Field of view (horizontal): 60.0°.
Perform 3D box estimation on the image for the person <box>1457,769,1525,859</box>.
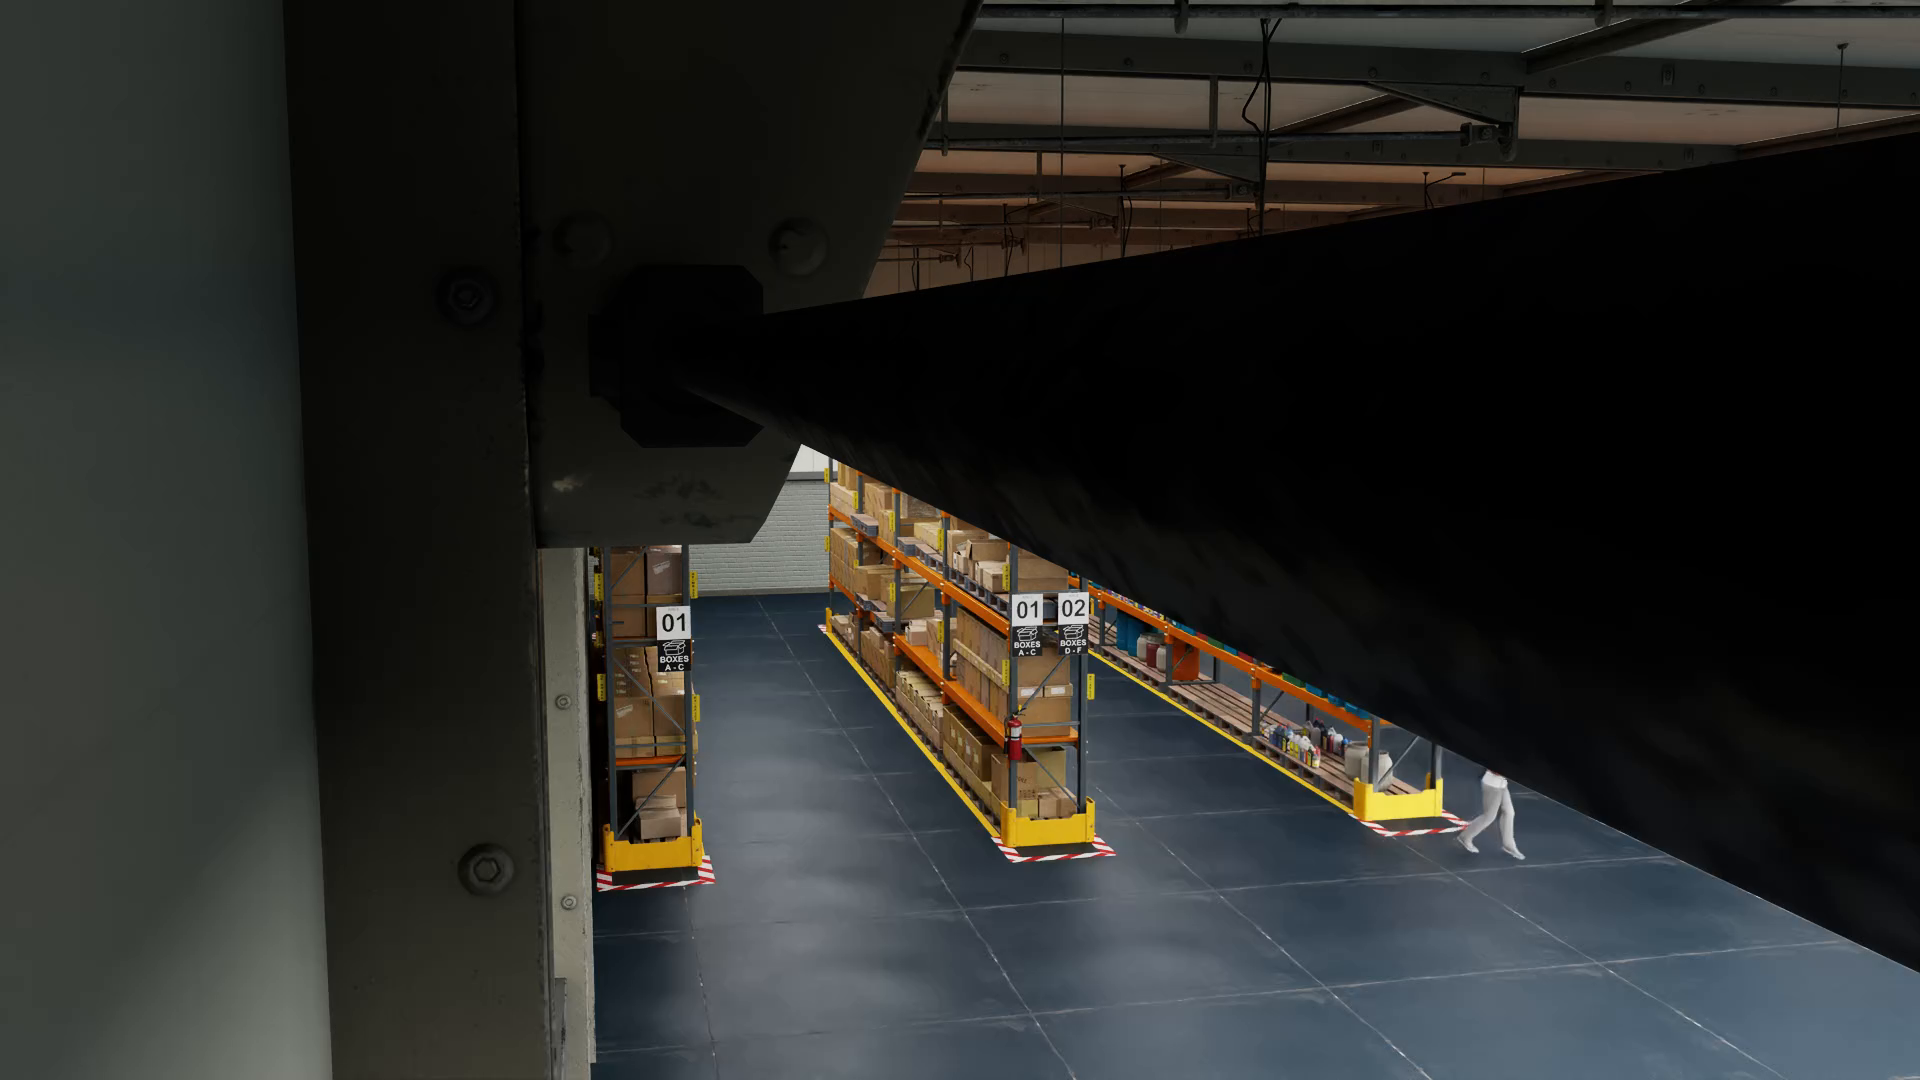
[{"bbox_3d":[6.582,3.064,20.522,0.804,1.741,0.594,3,7,23],"label":"person"}]
